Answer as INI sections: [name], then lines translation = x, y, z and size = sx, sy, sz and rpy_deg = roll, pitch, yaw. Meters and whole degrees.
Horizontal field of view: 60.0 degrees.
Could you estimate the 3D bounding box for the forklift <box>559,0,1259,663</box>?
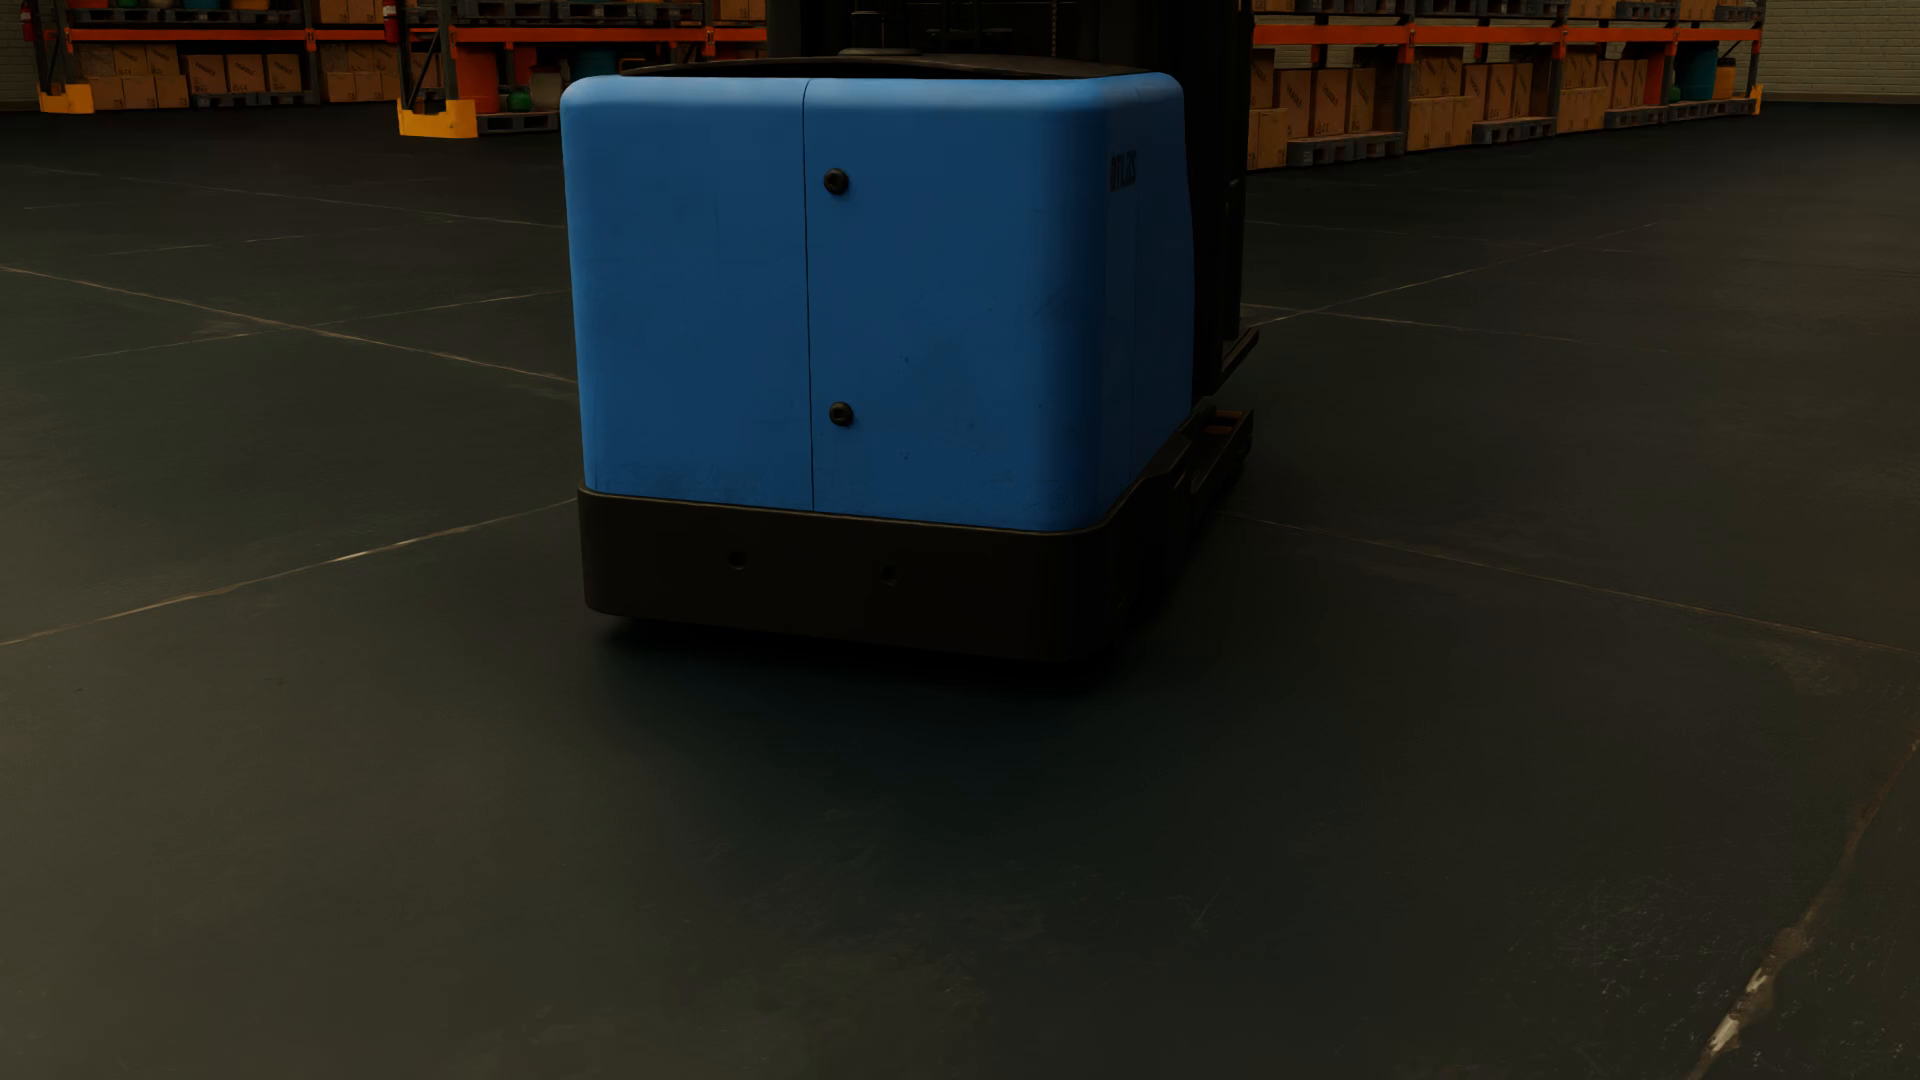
[forklift]
translation = 0.182, -1.571, 4.072
size = 1.130, 2.935, 3.031
rpy_deg = 5, 18, 17
